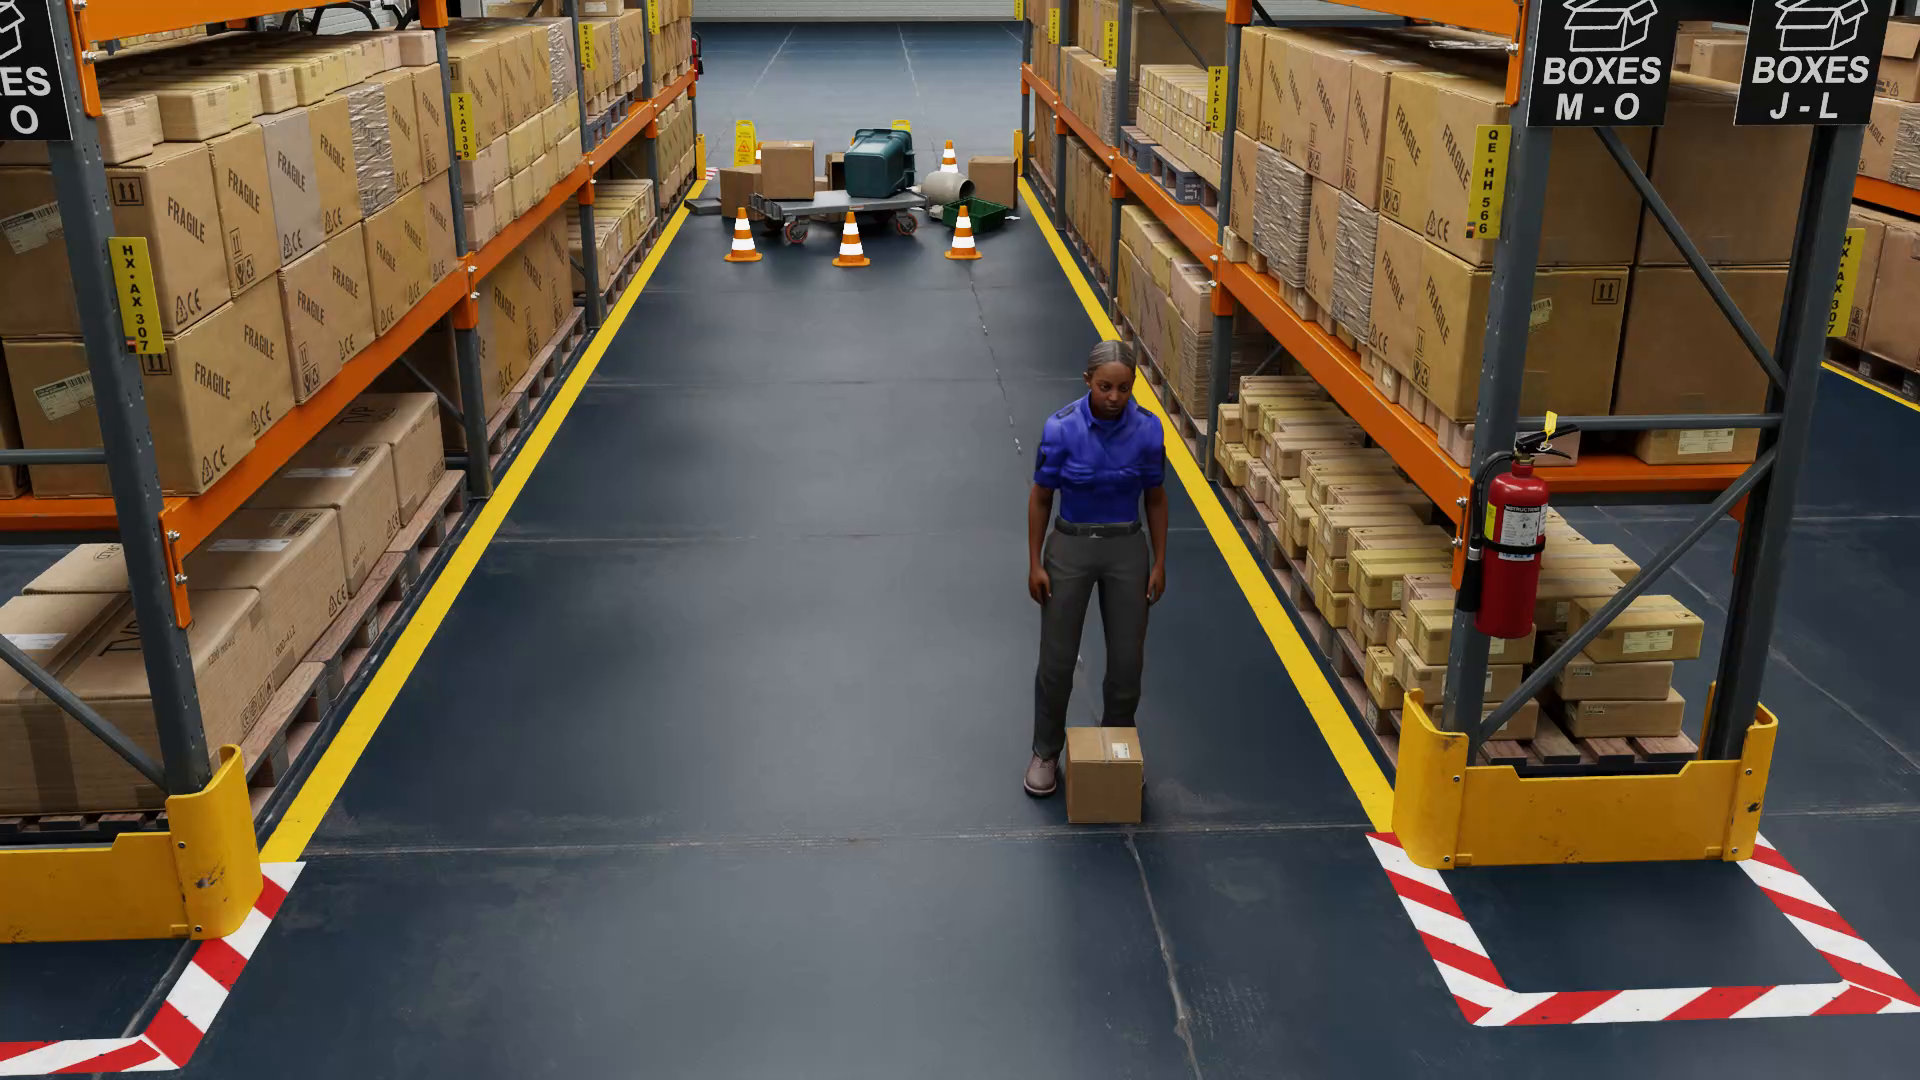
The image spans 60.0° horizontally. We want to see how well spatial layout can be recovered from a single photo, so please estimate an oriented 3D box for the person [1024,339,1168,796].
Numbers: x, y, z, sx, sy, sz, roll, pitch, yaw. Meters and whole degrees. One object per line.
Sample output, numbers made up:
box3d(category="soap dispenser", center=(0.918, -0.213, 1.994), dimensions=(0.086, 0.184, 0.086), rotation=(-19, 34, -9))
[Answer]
box3d(category="person", center=(0.479, 0.090, 5.845), dimensions=(0.504, 1.654, 0.349), rotation=(-1, 21, -3))
